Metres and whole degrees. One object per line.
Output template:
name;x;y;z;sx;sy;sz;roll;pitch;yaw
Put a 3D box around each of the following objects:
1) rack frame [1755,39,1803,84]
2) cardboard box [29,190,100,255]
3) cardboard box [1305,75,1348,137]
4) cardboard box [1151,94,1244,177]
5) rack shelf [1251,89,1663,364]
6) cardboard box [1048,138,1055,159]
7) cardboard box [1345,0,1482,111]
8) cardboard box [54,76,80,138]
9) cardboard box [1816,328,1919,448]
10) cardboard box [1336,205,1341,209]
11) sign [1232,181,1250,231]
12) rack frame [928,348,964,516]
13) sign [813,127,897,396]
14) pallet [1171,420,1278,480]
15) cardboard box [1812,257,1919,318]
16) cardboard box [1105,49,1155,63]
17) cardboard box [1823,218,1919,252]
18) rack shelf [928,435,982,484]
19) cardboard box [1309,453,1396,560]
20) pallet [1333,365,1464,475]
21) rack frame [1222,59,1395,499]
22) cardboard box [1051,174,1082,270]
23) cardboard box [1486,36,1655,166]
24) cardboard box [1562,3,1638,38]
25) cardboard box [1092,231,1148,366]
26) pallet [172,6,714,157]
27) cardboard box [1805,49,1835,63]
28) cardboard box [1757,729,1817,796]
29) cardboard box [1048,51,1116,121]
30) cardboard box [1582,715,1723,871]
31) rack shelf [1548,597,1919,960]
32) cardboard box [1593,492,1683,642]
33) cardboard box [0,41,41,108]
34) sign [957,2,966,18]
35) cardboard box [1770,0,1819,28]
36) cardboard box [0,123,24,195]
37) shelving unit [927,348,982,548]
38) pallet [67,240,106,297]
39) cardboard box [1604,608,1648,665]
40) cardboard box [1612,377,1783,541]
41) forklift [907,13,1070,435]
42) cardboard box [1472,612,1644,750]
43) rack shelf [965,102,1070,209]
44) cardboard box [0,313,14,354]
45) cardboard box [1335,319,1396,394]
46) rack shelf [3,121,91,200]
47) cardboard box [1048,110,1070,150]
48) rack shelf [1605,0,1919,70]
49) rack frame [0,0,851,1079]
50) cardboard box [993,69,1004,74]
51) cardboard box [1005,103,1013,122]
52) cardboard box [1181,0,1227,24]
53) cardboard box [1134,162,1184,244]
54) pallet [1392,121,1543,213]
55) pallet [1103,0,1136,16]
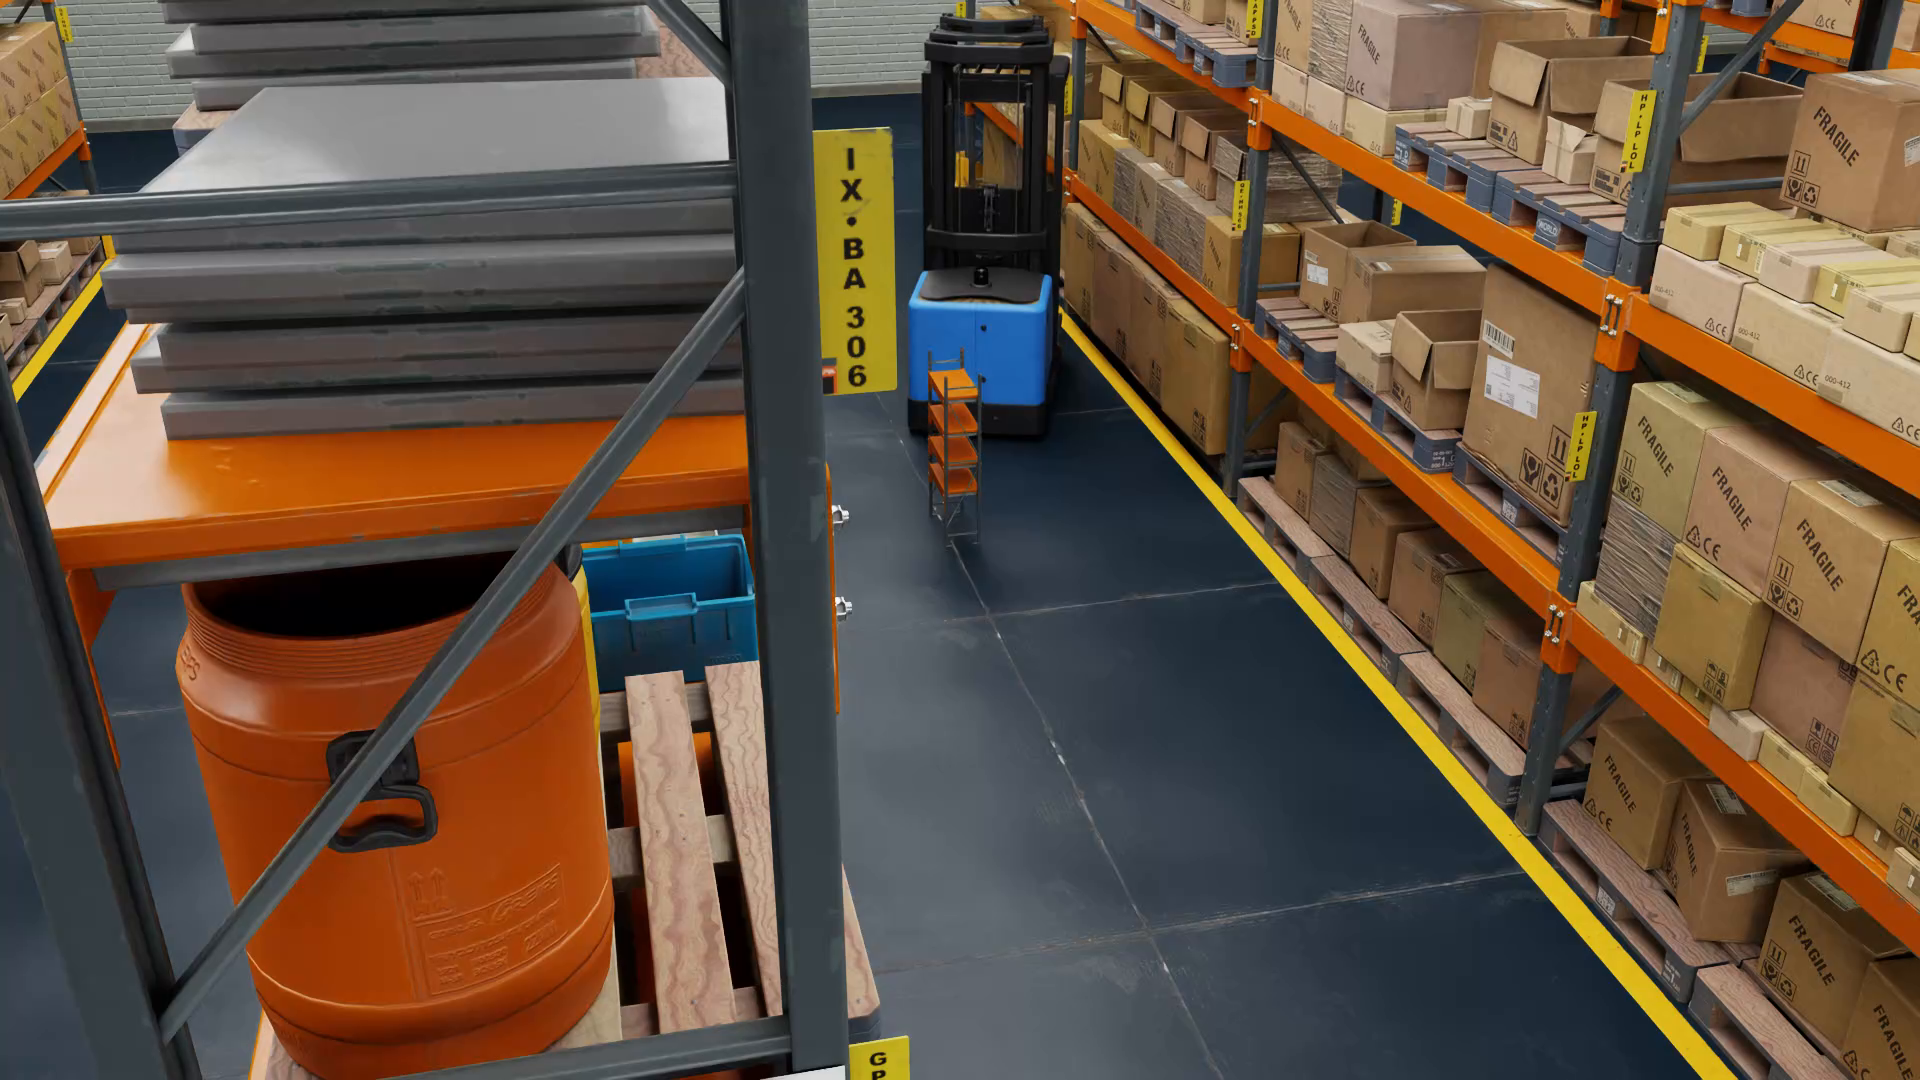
rack frame;10.210;-6.223;20.097;1.000;3.000;0.127;-6;27;-12
cardboard box;-8.734;-3.079;16.154;0.500;0.500;0.500;-6;27;-12
cardboard box;2.331;-2.519;9.596;0.500;0.250;0.500;-5;27;-10
cardboard box;1.908;-3.100;12.685;0.797;0.503;0.637;-5;27;-10
rack shelf;2.809;-1.845;8.892;1.077;0.370;4.000;-6;27;-12
cardboard box;1.011;-3.562;15.104;0.380;0.149;0.250;-5;27;-11
cardboard box;2.444;-2.636;8.996;0.500;0.500;0.500;-7;28;-13
cardboard box;-8.731;-4.088;15.756;0.500;0.500;0.500;-5;27;-10
cardboard box;3.337;-0.546;5.688;0.500;0.250;0.500;-7;28;-14
cardboard box;2.395;-2.217;12.048;0.500;0.500;0.500;-7;28;-13
sign;1.818;-2.164;10.770;0.100;0.325;0.005;-6;27;-12
rack frame;-0.092;-0.715;11.182;0.240;1.200;0.015;-6;27;-12
sign;-0.127;-0.329;1.993;0.100;0.325;0.005;-6;27;-12
pallet;2.254;-0.814;12.474;1.003;0.211;1.213;-6;27;-12
cardboard box;3.297;-0.890;5.926;0.380;0.149;0.250;-5;27;-10
cardboard box;1.598;-4.098;14.890;0.500;0.500;0.500;-6;27;-12
cardboard box;3.586;-1.159;6.459;0.380;0.149;0.250;-6;27;-11
rack shelf;-0.037;-0.548;11.000;0.258;0.148;0.480;-6;27;-12
cardboard box;2.666;-0.251;10.551;0.700;0.500;0.500;-8;28;-16
pallet;2.844;-0.754;9.475;1.003;0.211;1.213;-6;27;-12
rack frame;2.358;-1.705;11.145;1.000;3.000;0.127;-6;27;-12
cardboard box;1.386;-2.998;15.598;0.875;0.875;0.875;-6;27;-12
cardboard box;3.037;-2.151;8.120;0.797;0.503;0.637;-5;27;-9
cardboard box;5.943;-4.723;15.574;0.500;0.500;0.500;-7;28;-13
cardboard box;1.823;-2.029;13.679;1.225;0.875;0.875;-7;28;-13
pallet;-1.075;-0.965;3.676;1.003;0.211;1.213;-6;27;-12
cardboard box;10.180;-5.809;19.165;0.500;0.500;0.500;-6;27;-12
cardboard box;3.321;0.835;6.393;0.380;0.149;0.250;-6;27;-12
cardboard box;1.093;-4.036;14.768;0.500;0.500;0.500;-5;27;-10
cardboard box;3.311;1.159;7.779;0.500;0.500;0.500;-7;28;-13
rack shelf;3.710;1.250;6.089;1.077;0.370;4.000;-6;27;-12
cardboard box;3.301;0.078;7.173;0.875;0.500;0.500;-6;27;-12
cardboard box;-8.493;-4.087;14.645;0.500;0.500;0.500;-5;27;-10
sign;0.013;-5.585;17.784;0.100;0.325;0.005;-6;27;-12
cardboard box;6.603;-4.211;12.670;0.500;0.500;0.500;-6;27;-12
cardboard box;-8.274;-3.197;13.990;0.500;0.500;0.500;-6;27;-12
shelving unit;-0.037;-0.608;10.970;0.258;1.200;0.503;-6;27;-12
pallet;-8.899;-2.584;15.982;1.003;0.211;1.213;-6;27;-12
cardboard box;3.059;0.399;7.255;0.380;0.149;0.250;-6;27;-12
cardboard box;3.113;-0.349;6.909;0.500;0.500;0.500;-6;27;-12
forklift;0.280;-2.728;13.249;1.130;2.935;3.031;3;27;6
cardboard box;3.142;0.699;8.668;0.700;0.500;0.500;-8;28;-16
rack shelf;1.006;-4.018;16.526;1.077;0.370;4.000;-6;27;-12
cardboard box;-8.079;-1.659;13.550;0.500;0.311;0.500;-6;27;-12
cardboard box;2.512;-1.066;9.580;0.500;0.250;0.500;-7;28;-13
rack shelf;-8.646;-3.013;14.536;1.077;0.370;4.000;-6;27;-12
cardboard box;1.102;-3.694;14.922;0.500;0.250;0.500;-6;27;-13
rack shelf;6.763;-4.060;13.281;1.077;0.370;4.000;-6;27;-12
rack frame;-0.661;-0.368;1.839;0.949;2.616;0.053;-6;27;-12
cardboard box;0.634;-4.596;16.710;0.500;0.250;0.500;-7;28;-13
cardboard box;0.662;-4.240;16.447;0.380;0.149;0.250;-7;28;-13
cardboard box;1.870;-3.906;11.601;0.500;0.500;0.500;-5;27;-9
cardboard box;1.665;-2.611;12.830;0.500;0.500;0.500;-5;27;-11
pallet;2.988;-1.941;8.492;1.213;0.211;1.003;-6;27;-12
pallet;1.711;-4.317;13.204;0.805;0.209;1.217;-7;28;-14
